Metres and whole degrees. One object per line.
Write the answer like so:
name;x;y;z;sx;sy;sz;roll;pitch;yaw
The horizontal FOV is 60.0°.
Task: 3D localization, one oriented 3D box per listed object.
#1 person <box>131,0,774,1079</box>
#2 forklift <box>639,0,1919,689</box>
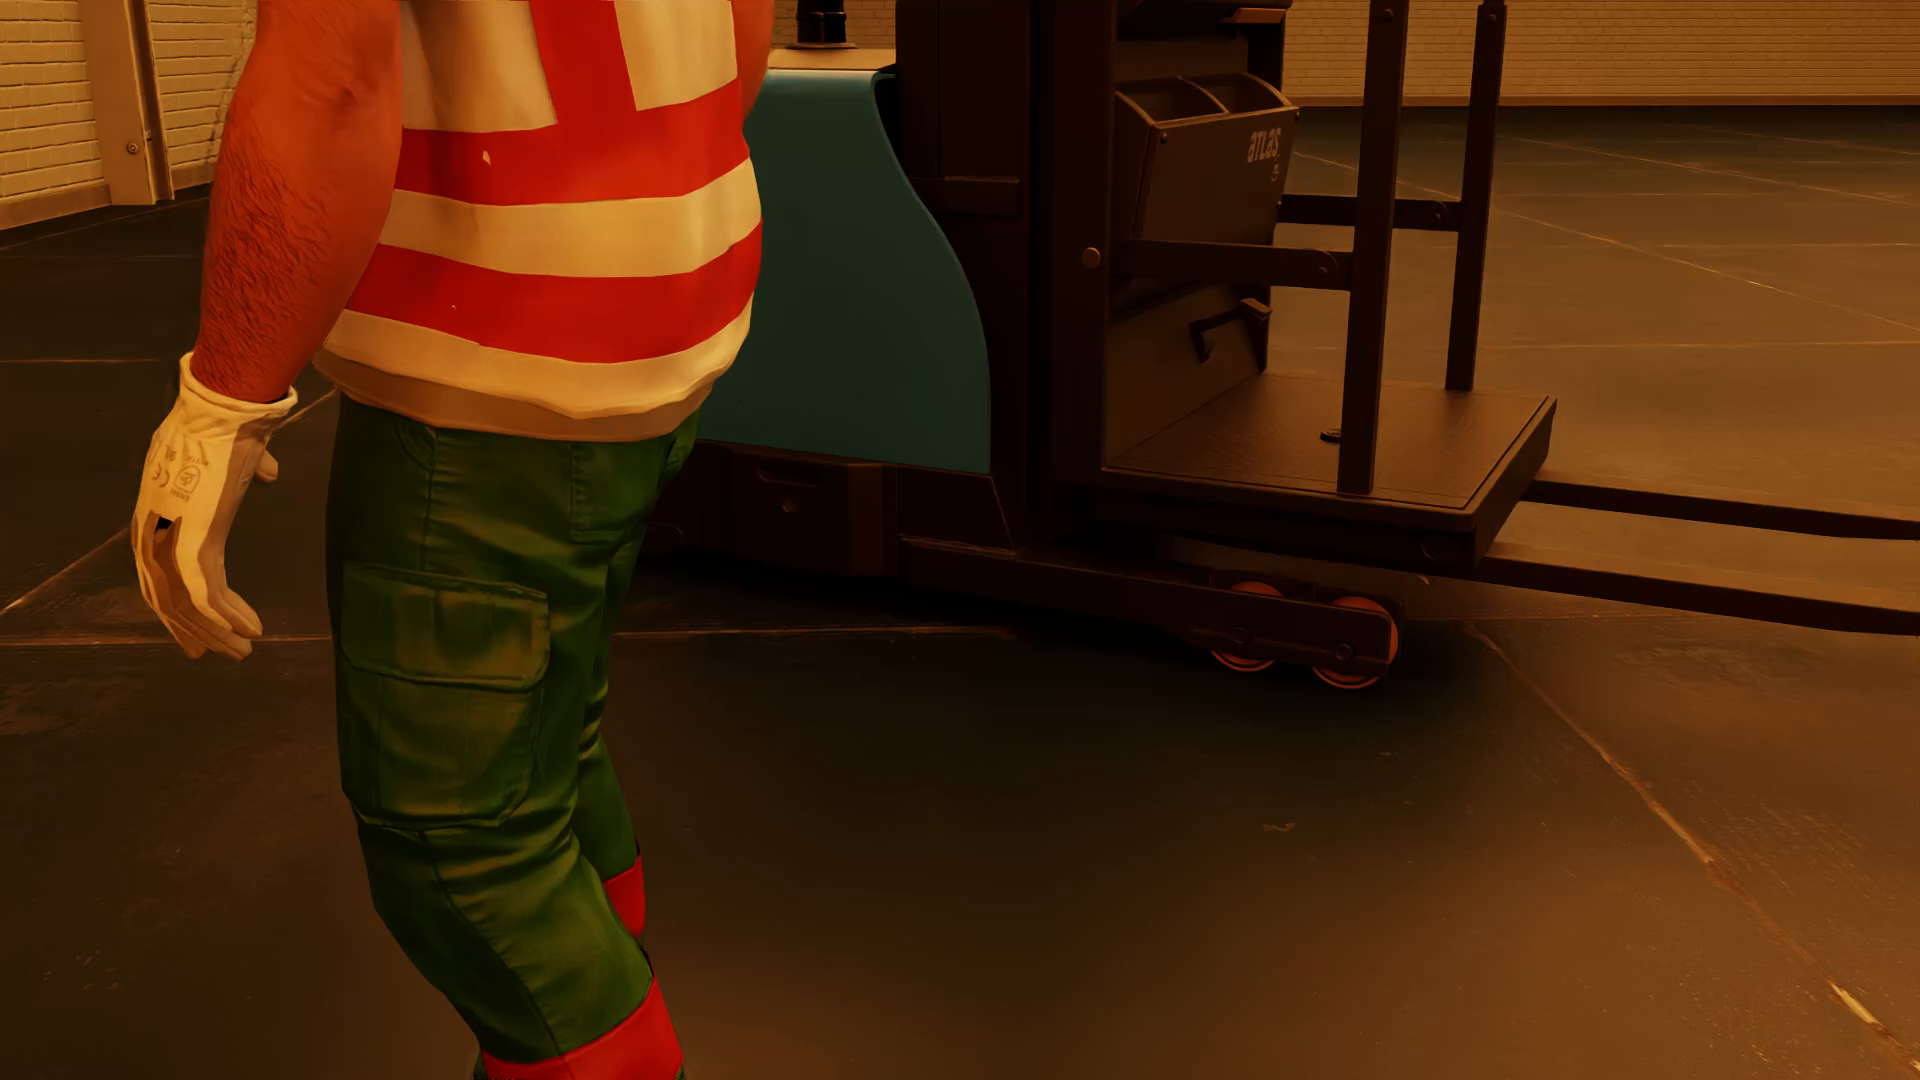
person;-0.422;-0.144;1.366;0.500;1.770;0.754;2;17;8
forklift;0.687;-1.307;3.180;3.031;2.935;1.130;8;19;25
